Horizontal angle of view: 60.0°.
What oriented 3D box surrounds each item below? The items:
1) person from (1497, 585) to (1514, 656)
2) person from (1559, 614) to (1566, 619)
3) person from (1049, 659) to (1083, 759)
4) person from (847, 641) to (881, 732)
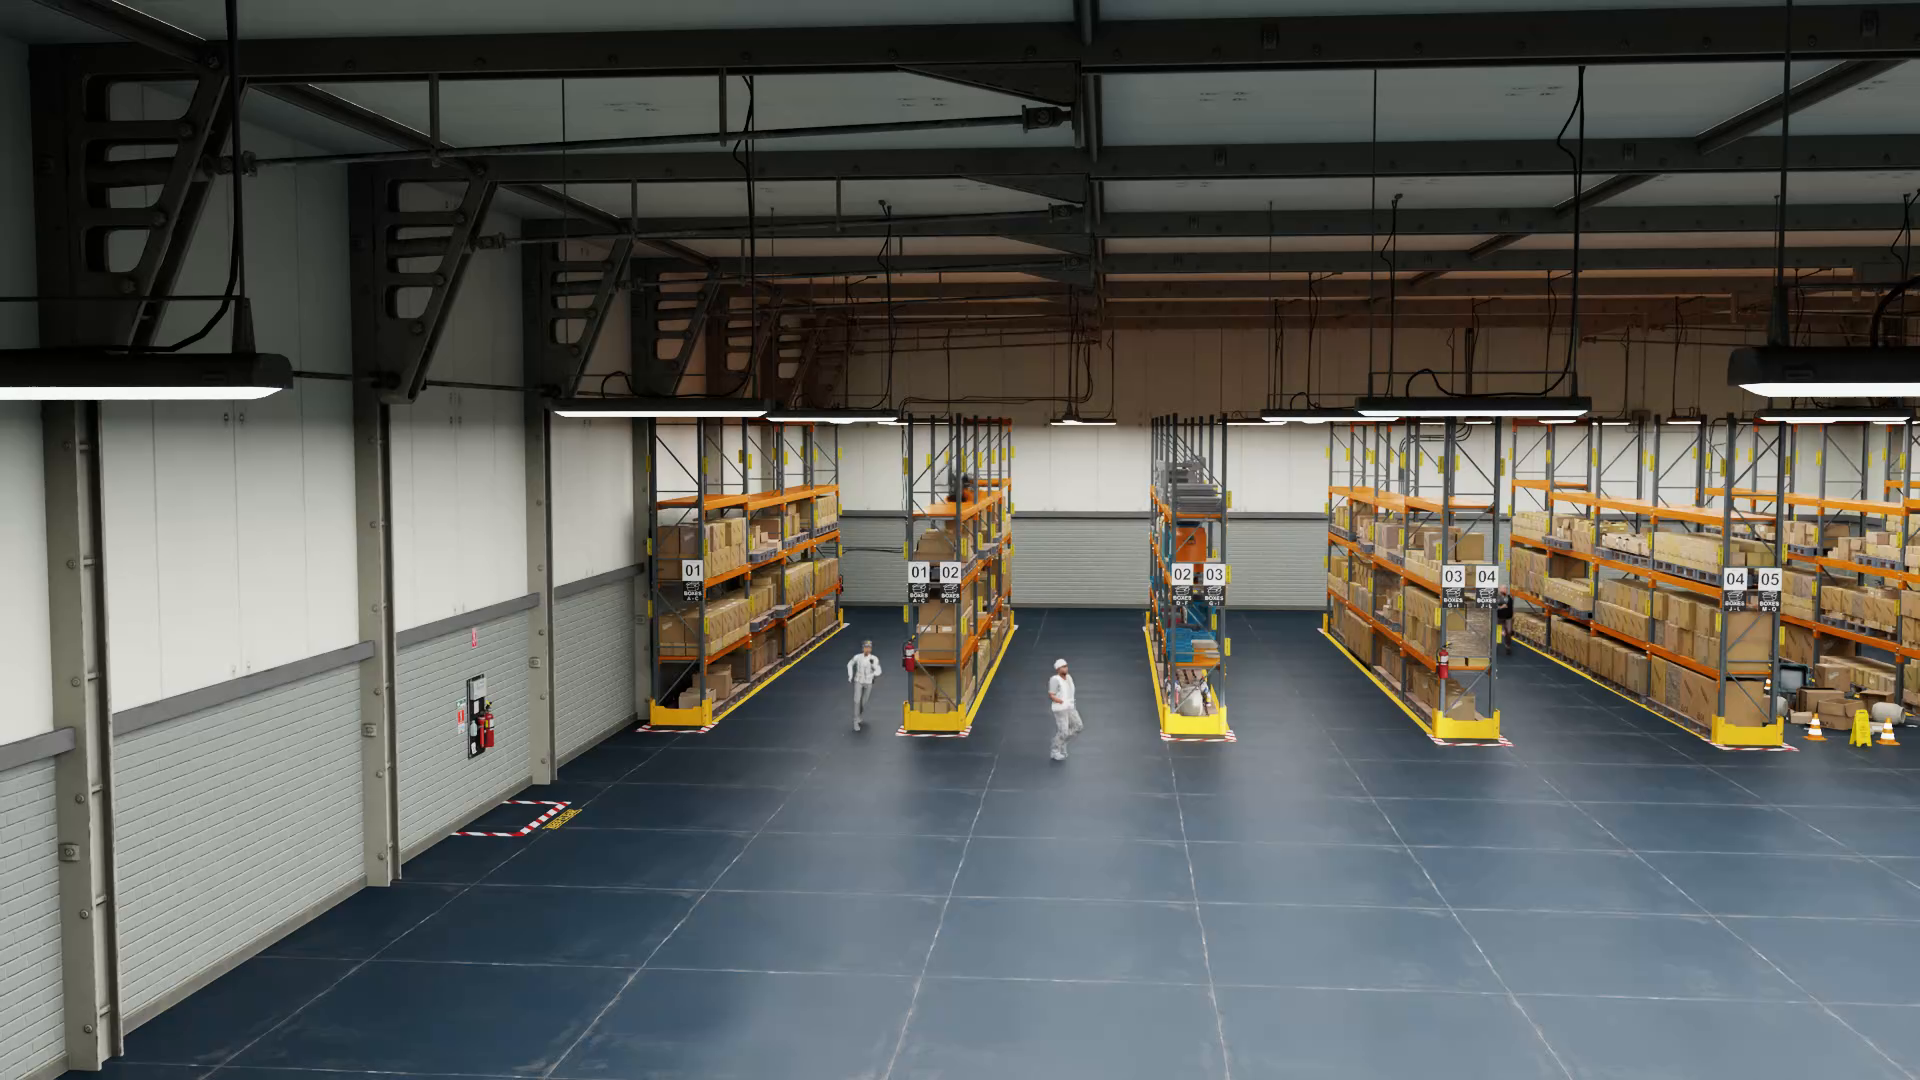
[{"bbox_3d":[13.750,2.008,42.122,0.674,1.750,0.893,0,4,-2],"label":"person"},{"bbox_3d":[16.973,1.781,46.785,0.565,1.570,0.849,-1,4,-16],"label":"person"},{"bbox_3d":[1.820,2.917,28.680,0.575,1.737,0.684,3,5,37],"label":"person"},{"bbox_3d":[-1.839,2.750,31.756,0.613,1.684,0.852,0,4,-7],"label":"person"}]
